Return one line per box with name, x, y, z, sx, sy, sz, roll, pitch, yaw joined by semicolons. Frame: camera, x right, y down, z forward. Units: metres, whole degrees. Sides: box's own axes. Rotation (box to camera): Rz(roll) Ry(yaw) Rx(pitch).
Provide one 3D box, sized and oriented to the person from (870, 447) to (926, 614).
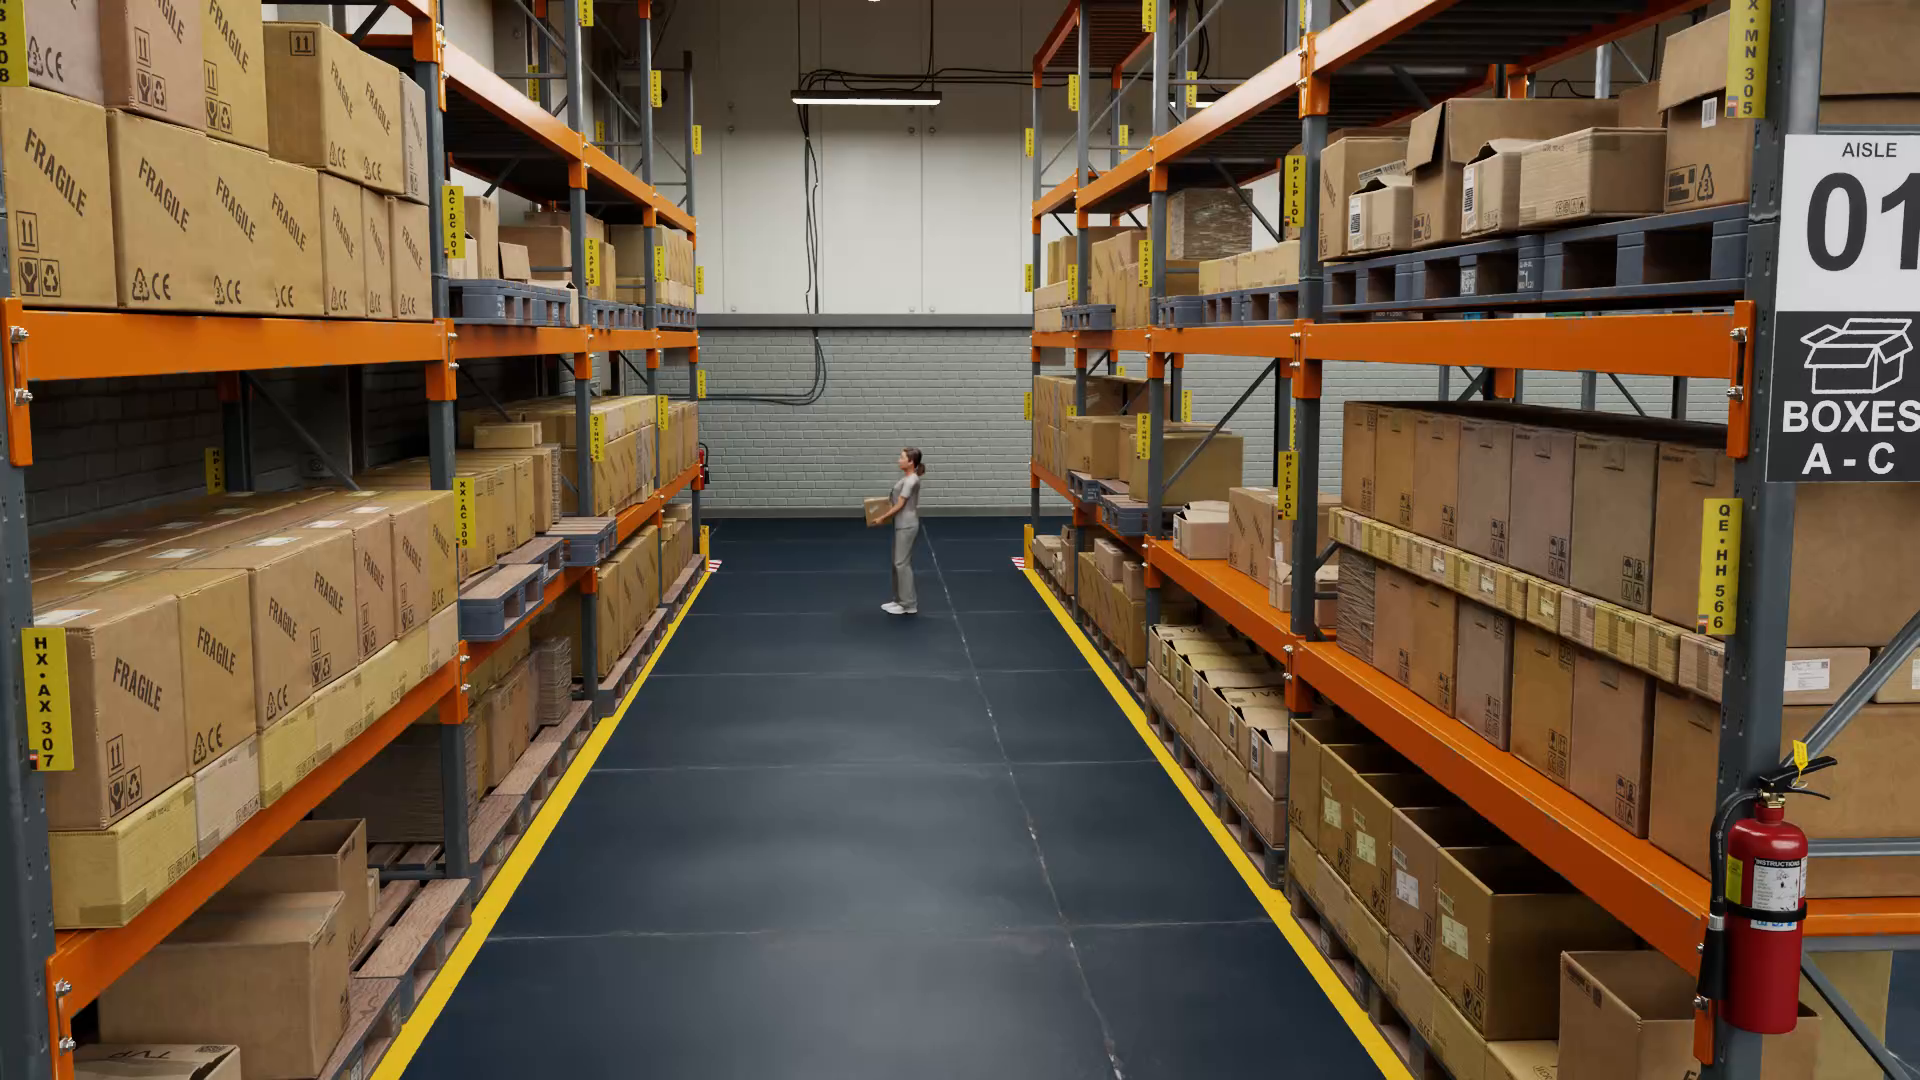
person;-0.616;-0.102;16.651;0.560;1.663;0.436;0;7;-3
